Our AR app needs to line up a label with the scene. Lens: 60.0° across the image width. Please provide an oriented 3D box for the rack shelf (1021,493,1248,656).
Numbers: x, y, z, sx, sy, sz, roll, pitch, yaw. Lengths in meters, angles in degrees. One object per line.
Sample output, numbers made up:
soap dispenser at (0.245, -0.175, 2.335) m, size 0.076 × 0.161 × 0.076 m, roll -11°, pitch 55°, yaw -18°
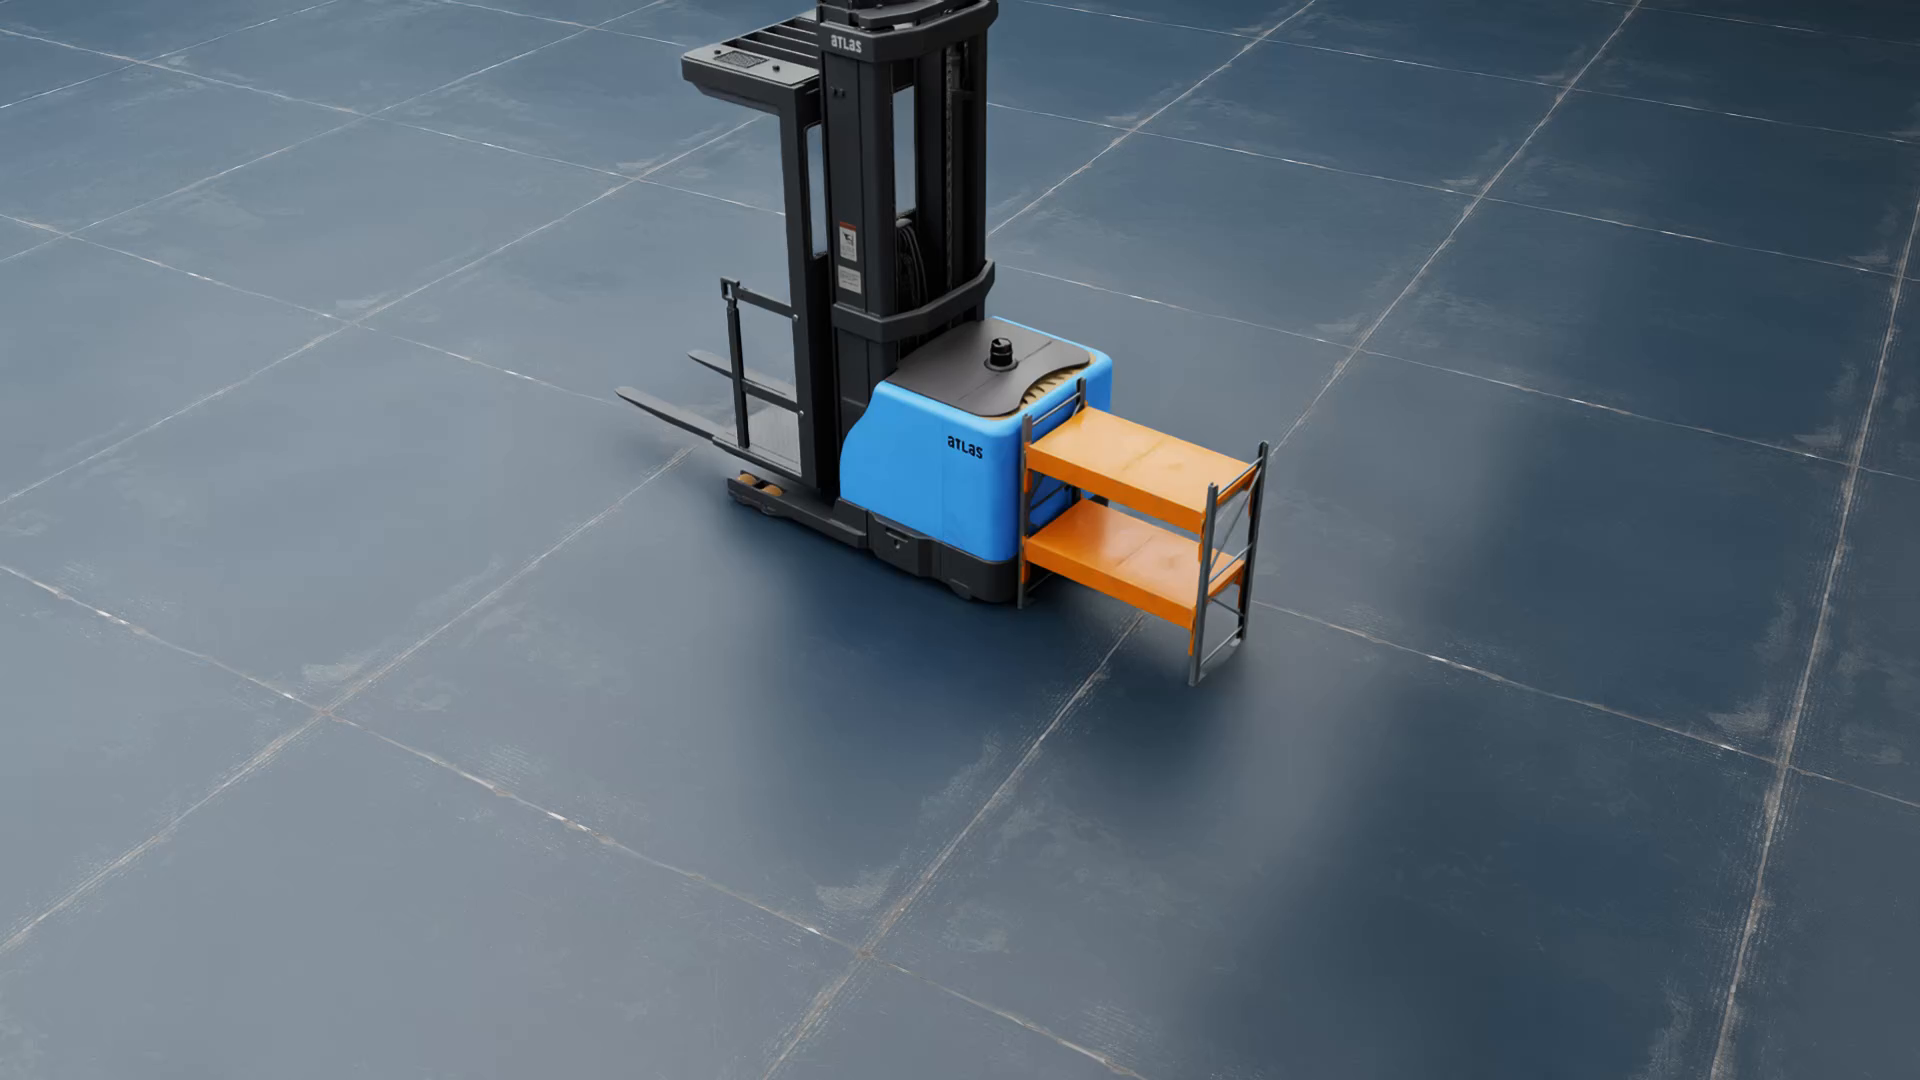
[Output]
rack shelf at (0.860, 0.153, 8.218) m, size 1.000 × 0.278 × 0.538 m, roll 23°, pitch 40°, yaw 31°

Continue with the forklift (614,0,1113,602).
forklift at (-0.675, -1.563, 8.724) m, size 3.031 × 2.935 × 1.130 m, roll 23°, pitch 40°, yaw 31°

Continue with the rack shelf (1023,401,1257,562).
rack shelf at (0.860, -0.294, 7.920) m, size 1.000 × 0.278 × 0.538 m, roll 23°, pitch 40°, yaw 31°

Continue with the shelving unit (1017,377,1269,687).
shelving unit at (0.860, -0.051, 8.082) m, size 1.048 × 1.125 × 0.538 m, roll 23°, pitch 40°, yaw 31°

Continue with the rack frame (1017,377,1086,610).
rack frame at (0.458, -0.223, 8.342) m, size 0.032 × 1.125 × 0.500 m, roll 23°, pitch 40°, yaw 31°

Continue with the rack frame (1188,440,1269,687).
rack frame at (1.261, 0.122, 7.823) m, size 0.032 × 1.125 × 0.500 m, roll 23°, pitch 40°, yaw 31°
